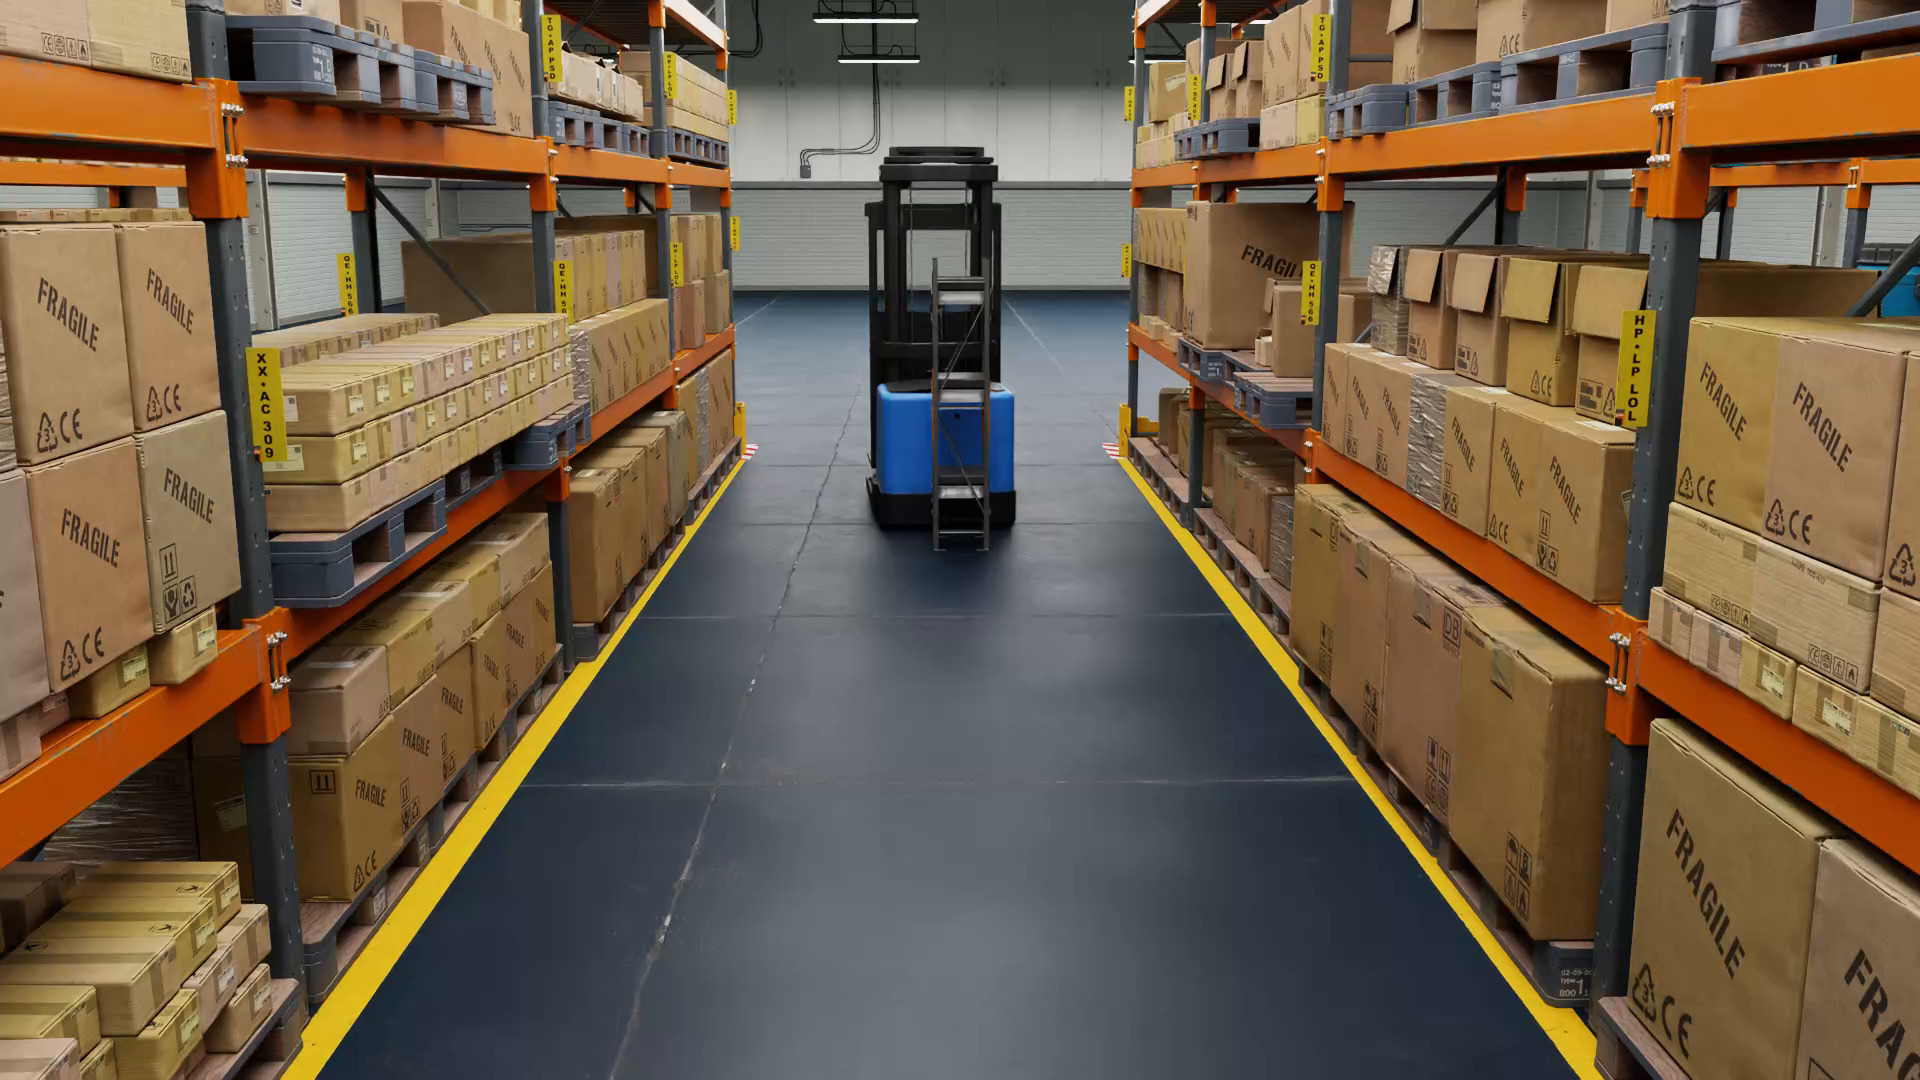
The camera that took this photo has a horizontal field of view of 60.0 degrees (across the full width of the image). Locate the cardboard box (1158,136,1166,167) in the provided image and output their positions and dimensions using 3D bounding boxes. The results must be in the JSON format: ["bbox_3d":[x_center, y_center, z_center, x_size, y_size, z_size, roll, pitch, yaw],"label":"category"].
[{"bbox_3d":[1.985,-3.337,14.298,0.500,0.250,0.500,0,11,1],"label":"cardboard box"}]

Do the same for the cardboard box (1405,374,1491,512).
[{"bbox_3d":[2.133,-0.399,6.732,0.500,0.500,0.500,0,11,-1],"label":"cardboard box"}]

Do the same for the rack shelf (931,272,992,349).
[{"bbox_3d":[0.003,-1.669,12.052,0.431,0.518,0.480,0,11,-1],"label":"rack shelf"}]

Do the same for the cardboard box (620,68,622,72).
[{"bbox_3d":[-3.042,-3.913,14.074,0.380,0.149,0.250,0,11,0],"label":"cardboard box"}]

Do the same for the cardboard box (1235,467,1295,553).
[{"bbox_3d":[2.271,-0.209,11.227,0.700,0.500,0.500,-1,12,-6],"label":"cardboard box"}]

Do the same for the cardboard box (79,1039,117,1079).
[{"bbox_3d":[-2.246,1.308,3.935,0.380,0.149,0.250,0,11,-1],"label":"cardboard box"}]

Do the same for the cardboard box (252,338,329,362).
[{"bbox_3d":[-2.755,-0.722,6.655,0.380,0.149,0.250,0,11,-2],"label":"cardboard box"}]

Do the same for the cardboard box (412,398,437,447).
[{"bbox_3d":[-2.086,-0.420,5.911,0.380,0.149,0.250,-1,11,-4],"label":"cardboard box"}]

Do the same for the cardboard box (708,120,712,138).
[{"bbox_3d":[-2.395,-3.626,14.669,0.380,0.149,0.250,0,11,-1],"label":"cardboard box"}]

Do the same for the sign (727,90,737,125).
[{"bbox_3d":[-2.224,-4.207,16.177,0.100,0.325,0.005,0,11,-1],"label":"sign"}]

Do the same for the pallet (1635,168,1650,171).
[{"bbox_3d":[7.066,-3.575,15.568,1.003,0.211,1.213,0,11,-1],"label":"pallet"}]

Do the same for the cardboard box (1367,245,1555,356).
[{"bbox_3d":[2.359,-1.147,7.895,0.797,0.503,0.637,0,11,1],"label":"cardboard box"}]

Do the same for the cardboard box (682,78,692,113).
[{"bbox_3d":[-2.426,-3.543,13.253,0.500,0.250,0.500,0,11,-2],"label":"cardboard box"}]

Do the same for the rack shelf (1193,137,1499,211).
[{"bbox_3d":[2.319,-2.267,10.454,1.077,0.370,4.000,0,11,-1],"label":"rack shelf"}]

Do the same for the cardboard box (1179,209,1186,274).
[{"bbox_3d":[1.993,-2.320,12.937,0.500,0.500,0.500,0,11,-1],"label":"cardboard box"}]

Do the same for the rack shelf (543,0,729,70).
[{"bbox_3d":[-2.725,-4.336,14.113,1.077,0.370,4.000,0,11,-1],"label":"rack shelf"}]

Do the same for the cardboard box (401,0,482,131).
[{"bbox_3d":[-2.306,-1.959,6.877,0.500,0.500,0.500,0,11,-1],"label":"cardboard box"}]

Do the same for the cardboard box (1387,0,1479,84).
[{"bbox_3d":[2.444,-2.357,7.774,0.797,0.503,0.637,0,11,2],"label":"cardboard box"}]

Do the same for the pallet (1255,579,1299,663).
[{"bbox_3d":[2.345,0.459,9.764,1.003,0.211,1.213,0,11,-1],"label":"pallet"}]

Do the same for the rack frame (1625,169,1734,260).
[{"bbox_3d":[7.146,-2.362,16.660,1.000,3.000,0.127,0,11,-1],"label":"rack frame"}]

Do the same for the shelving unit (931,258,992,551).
[{"bbox_3d":[0.003,-0.996,12.188,0.431,2.100,0.503,0,11,-1],"label":"shelving unit"}]

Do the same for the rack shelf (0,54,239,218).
[{"bbox_3d":[-2.477,-0.676,2.614,1.077,0.370,4.000,0,11,-1],"label":"rack shelf"}]

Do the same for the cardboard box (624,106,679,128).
[{"bbox_3d":[-2.351,-3.222,12.677,0.380,0.149,0.250,0,11,-2],"label":"cardboard box"}]

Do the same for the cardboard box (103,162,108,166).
[{"bbox_3d":[-7.423,-3.223,13.990,0.380,0.149,0.250,0,11,-1],"label":"cardboard box"}]

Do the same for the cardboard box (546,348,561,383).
[{"bbox_3d":[-2.128,-0.831,7.937,0.380,0.149,0.250,0,11,1],"label":"cardboard box"}]

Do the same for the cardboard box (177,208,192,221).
[{"bbox_3d":[-7.482,-2.785,15.228,0.700,0.500,0.500,0,11,-1],"label":"cardboard box"}]

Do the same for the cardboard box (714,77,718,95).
[{"bbox_3d":[-2.404,-4.117,15.081,0.380,0.149,0.250,0,11,0],"label":"cardboard box"}]

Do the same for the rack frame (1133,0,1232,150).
[{"bbox_3d":[2.195,-5.282,15.963,1.000,3.000,0.127,0,11,-1],"label":"rack frame"}]

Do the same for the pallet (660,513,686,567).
[{"bbox_3d":[-2.593,-0.027,12.162,1.003,0.211,1.213,0,11,-1],"label":"pallet"}]

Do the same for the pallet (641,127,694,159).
[{"bbox_3d":[-2.690,-3.136,13.151,1.003,0.211,1.213,0,11,-1],"label":"pallet"}]

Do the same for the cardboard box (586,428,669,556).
[{"bbox_3d":[-2.565,-0.335,11.269,1.050,0.750,0.750,0,11,-1],"label":"cardboard box"}]

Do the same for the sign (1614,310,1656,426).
[{"bbox_3d":[1.900,-0.481,4.674,0.100,0.325,0.005,0,11,-1],"label":"sign"}]

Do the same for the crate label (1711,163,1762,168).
[{"bbox_3d":[6.855,-3.386,14.536,0.502,0.251,0.408,0,11,-1],"label":"crate label"}]

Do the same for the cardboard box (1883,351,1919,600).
[{"bbox_3d":[2.215,-0.099,3.246,0.500,0.500,0.500,-1,11,-3],"label":"cardboard box"}]

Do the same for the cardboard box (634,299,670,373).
[{"bbox_3d":[-2.406,-1.493,12.123,0.500,0.500,0.500,0,11,-1],"label":"cardboard box"}]

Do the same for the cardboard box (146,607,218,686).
[{"bbox_3d":[-2.164,0.273,4.300,0.380,0.149,0.250,-1,11,-3],"label":"cardboard box"}]

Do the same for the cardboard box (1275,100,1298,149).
[{"bbox_3d":[2.081,-2.341,9.384,0.500,0.250,0.500,0,11,-1],"label":"cardboard box"}]

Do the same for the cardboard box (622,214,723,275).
[{"bbox_3d":[-2.694,-2.762,15.534,0.875,0.550,0.550,0,11,-1],"label":"cardboard box"}]

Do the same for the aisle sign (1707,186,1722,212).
[{"bbox_3d":[7.442,-3.652,16.478,0.394,0.787,0.004,0,11,-1],"label":"aisle sign"}]

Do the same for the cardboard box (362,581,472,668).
[{"bbox_3d":[-2.289,0.340,6.683,0.500,0.250,0.500,0,11,1],"label":"cardboard box"}]

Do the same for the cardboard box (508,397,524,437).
[{"bbox_3d":[-2.114,-0.535,7.225,0.380,0.149,0.250,-1,11,-4],"label":"cardboard box"}]

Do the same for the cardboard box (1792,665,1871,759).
[{"bbox_3d":[2.135,0.383,3.757,0.380,0.149,0.250,-1,11,-3],"label":"cardboard box"}]

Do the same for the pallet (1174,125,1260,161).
[{"bbox_3d":[2.183,-2.802,11.754,1.213,0.211,1.003,0,11,-1],"label":"pallet"}]

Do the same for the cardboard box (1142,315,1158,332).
[{"bbox_3d":[1.938,-2.062,15.810,0.380,0.149,0.250,0,11,-1],"label":"cardboard box"}]

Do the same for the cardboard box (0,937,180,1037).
[{"bbox_3d":[-2.194,1.113,4.146,0.380,0.149,0.250,0,11,-2],"label":"cardboard box"}]

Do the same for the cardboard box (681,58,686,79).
[{"bbox_3d":[-2.363,-3.714,13.096,0.380,0.149,0.250,0,11,-2],"label":"cardboard box"}]

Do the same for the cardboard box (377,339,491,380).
[{"bbox_3d":[-2.104,-0.722,6.651,0.380,0.149,0.250,0,11,1],"label":"cardboard box"}]

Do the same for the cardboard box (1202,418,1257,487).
[{"bbox_3d":[2.290,-0.721,13.801,0.500,0.500,0.500,4,12,17],"label":"cardboard box"}]

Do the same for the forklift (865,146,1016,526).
[{"bbox_3d":[-0.231,-1.791,14.015,1.130,2.935,3.031,-1,12,-6],"label":"forklift"}]

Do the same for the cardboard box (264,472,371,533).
[{"bbox_3d":[-2.067,-0.119,5.179,0.380,0.149,0.250,-1,11,-4],"label":"cardboard box"}]

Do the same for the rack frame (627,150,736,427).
[{"bbox_3d":[-2.766,-2.342,16.558,1.000,3.000,0.127,0,11,-1],"label":"rack frame"}]

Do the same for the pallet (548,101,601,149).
[{"bbox_3d":[-2.667,-2.257,9.070,1.213,0.211,1.003,0,11,1],"label":"pallet"}]

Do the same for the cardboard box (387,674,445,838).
[{"bbox_3d":[-2.281,0.810,6.255,0.500,0.500,0.500,0,11,1],"label":"cardboard box"}]
